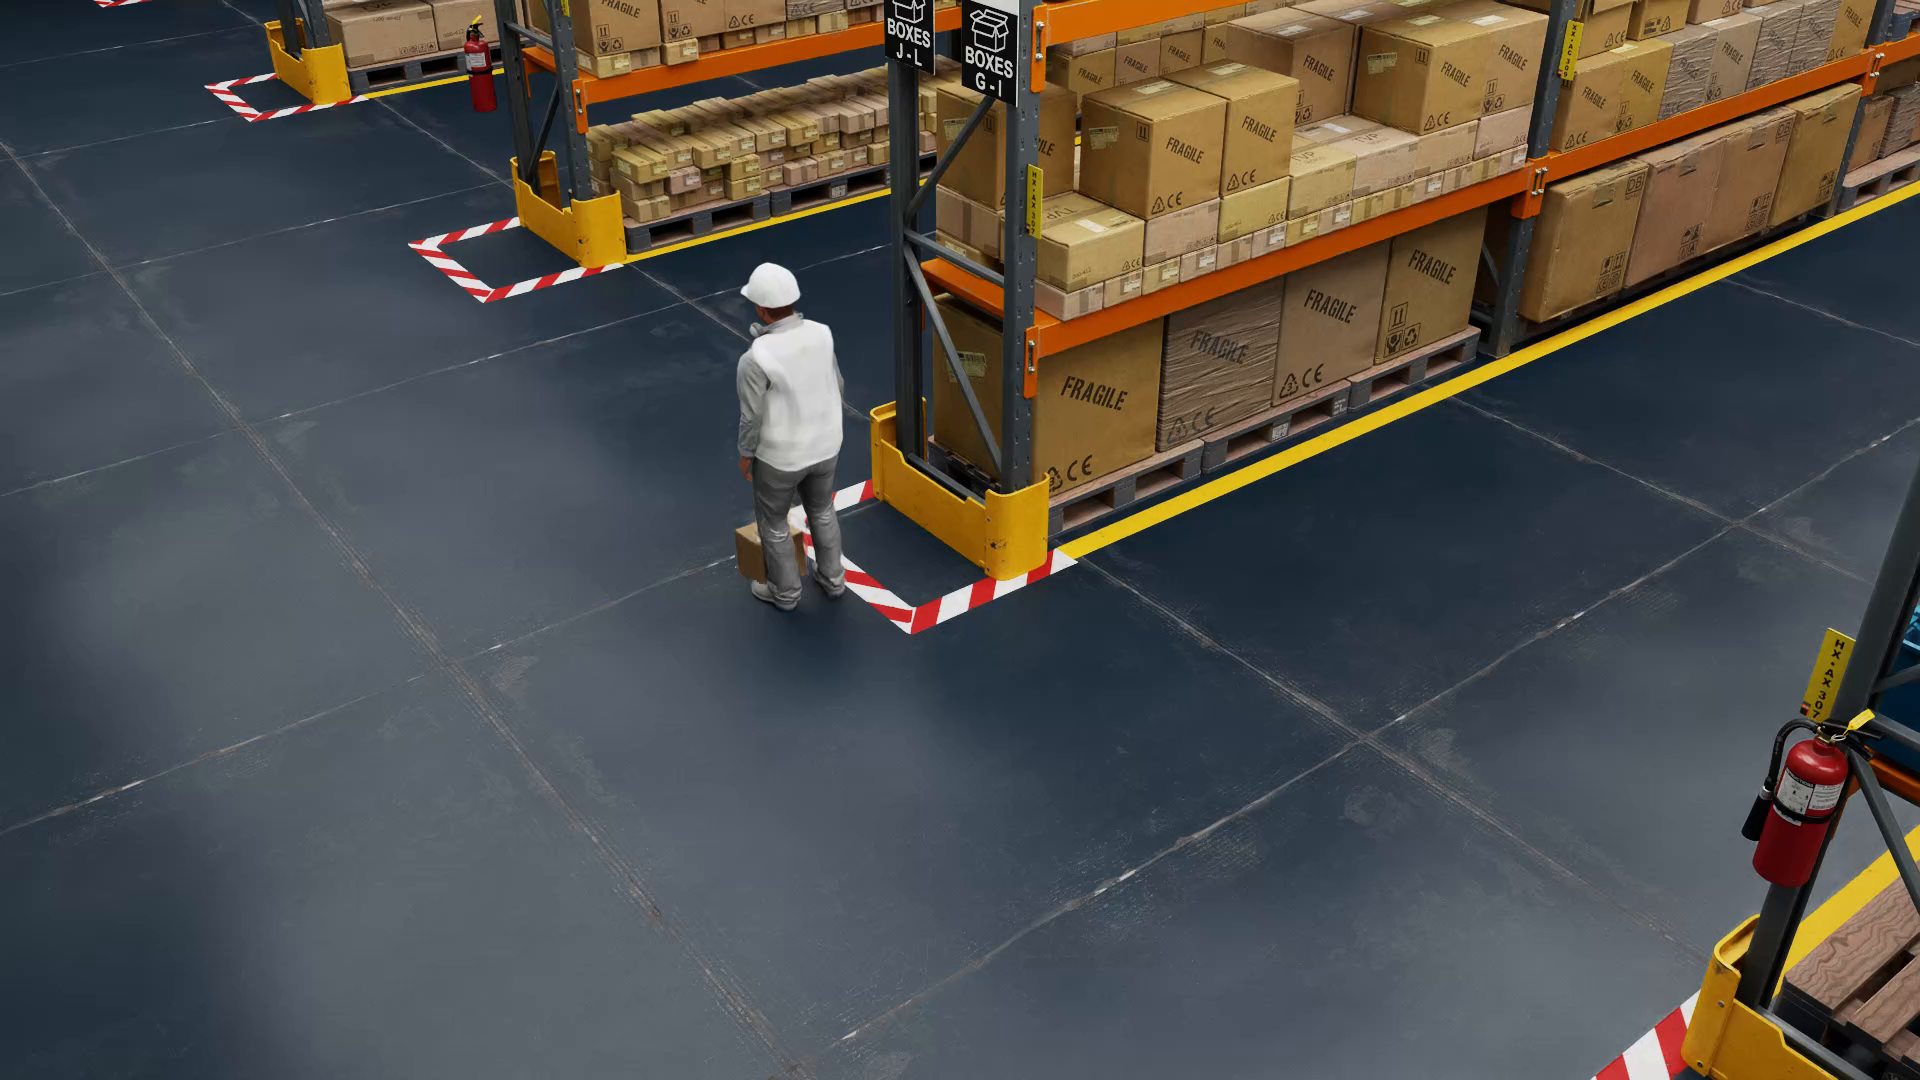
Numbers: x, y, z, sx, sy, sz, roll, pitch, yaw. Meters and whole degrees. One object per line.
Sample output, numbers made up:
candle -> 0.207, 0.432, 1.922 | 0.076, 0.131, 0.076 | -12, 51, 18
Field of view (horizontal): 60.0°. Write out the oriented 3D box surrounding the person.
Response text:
person -> -0.799, -0.457, 7.846 | 0.569, 1.770, 0.474 | -24, 39, -33
